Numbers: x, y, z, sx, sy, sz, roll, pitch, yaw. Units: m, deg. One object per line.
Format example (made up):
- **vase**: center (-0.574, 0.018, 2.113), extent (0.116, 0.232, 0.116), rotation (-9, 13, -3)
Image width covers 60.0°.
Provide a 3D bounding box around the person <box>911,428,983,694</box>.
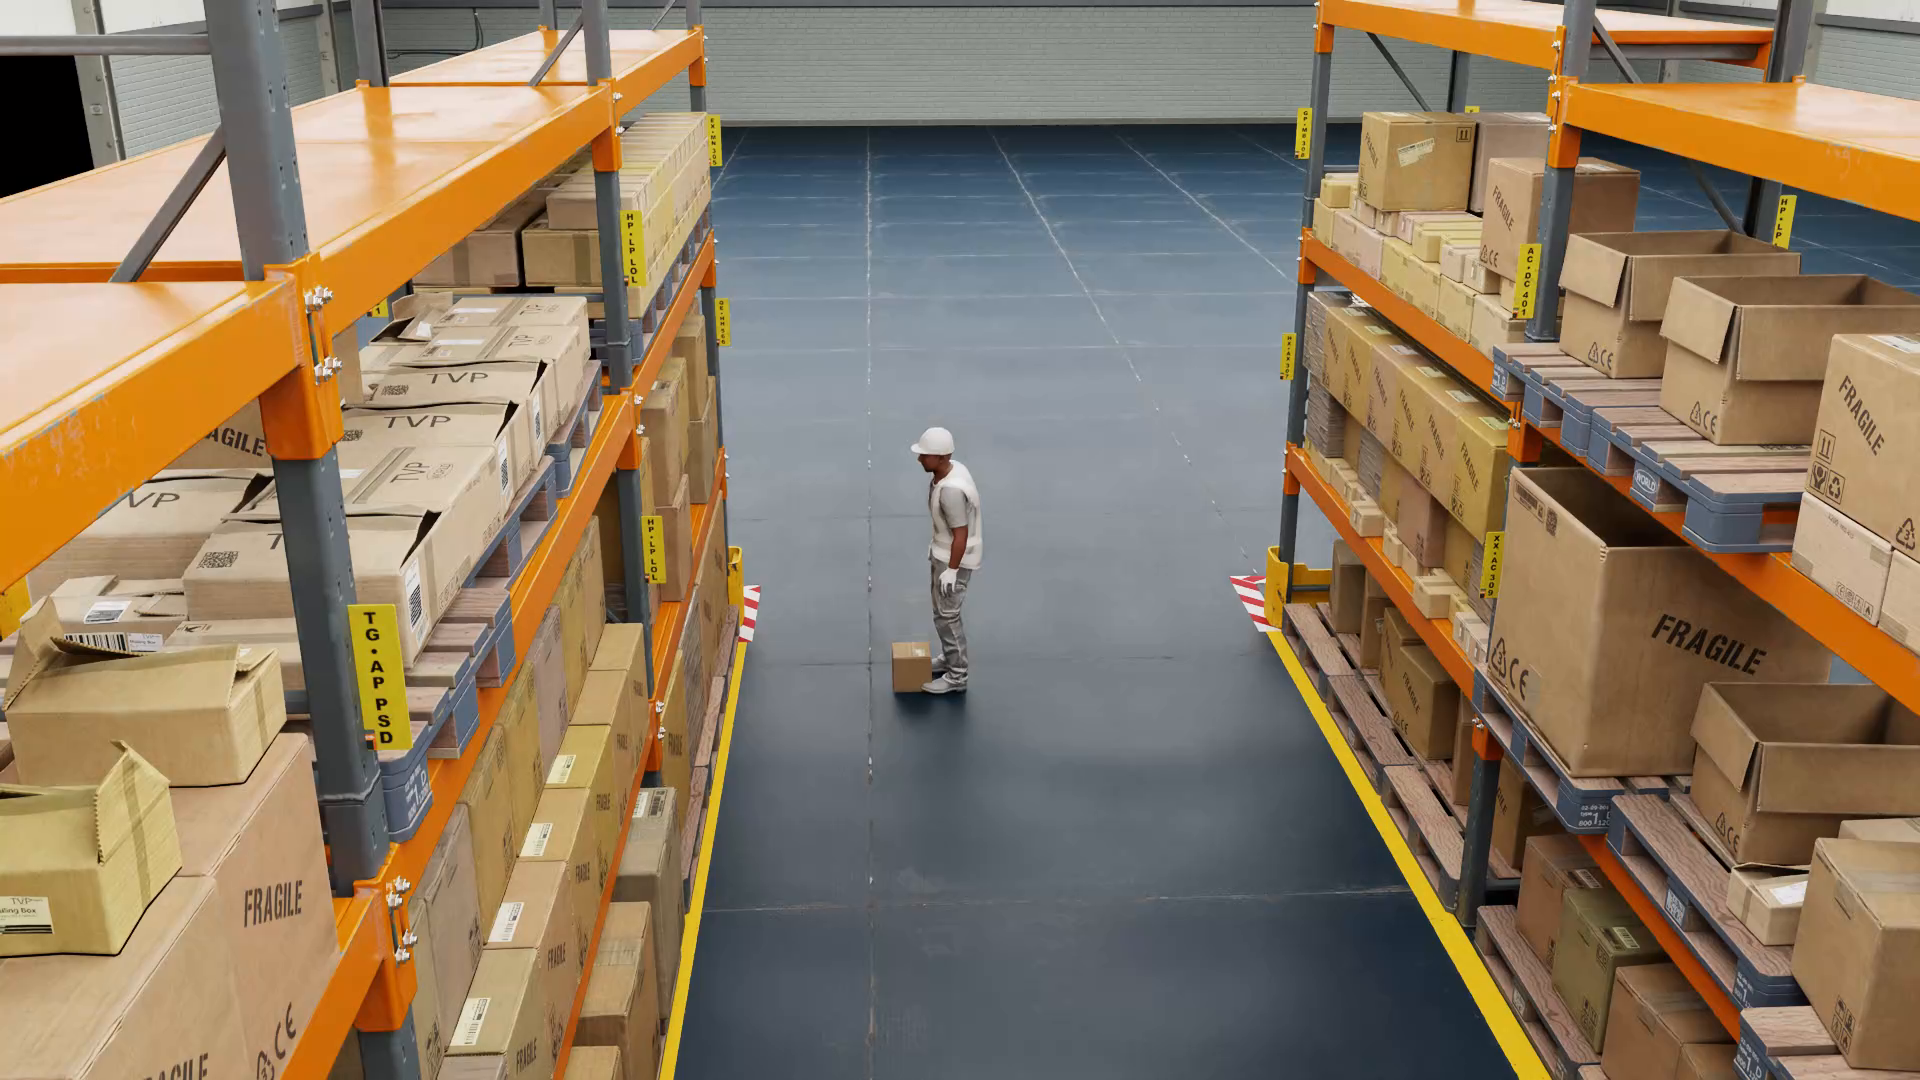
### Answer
- **person**: center (-0.088, 0.121, 10.732), extent (0.450, 1.774, 0.627), rotation (-2, 20, -6)
